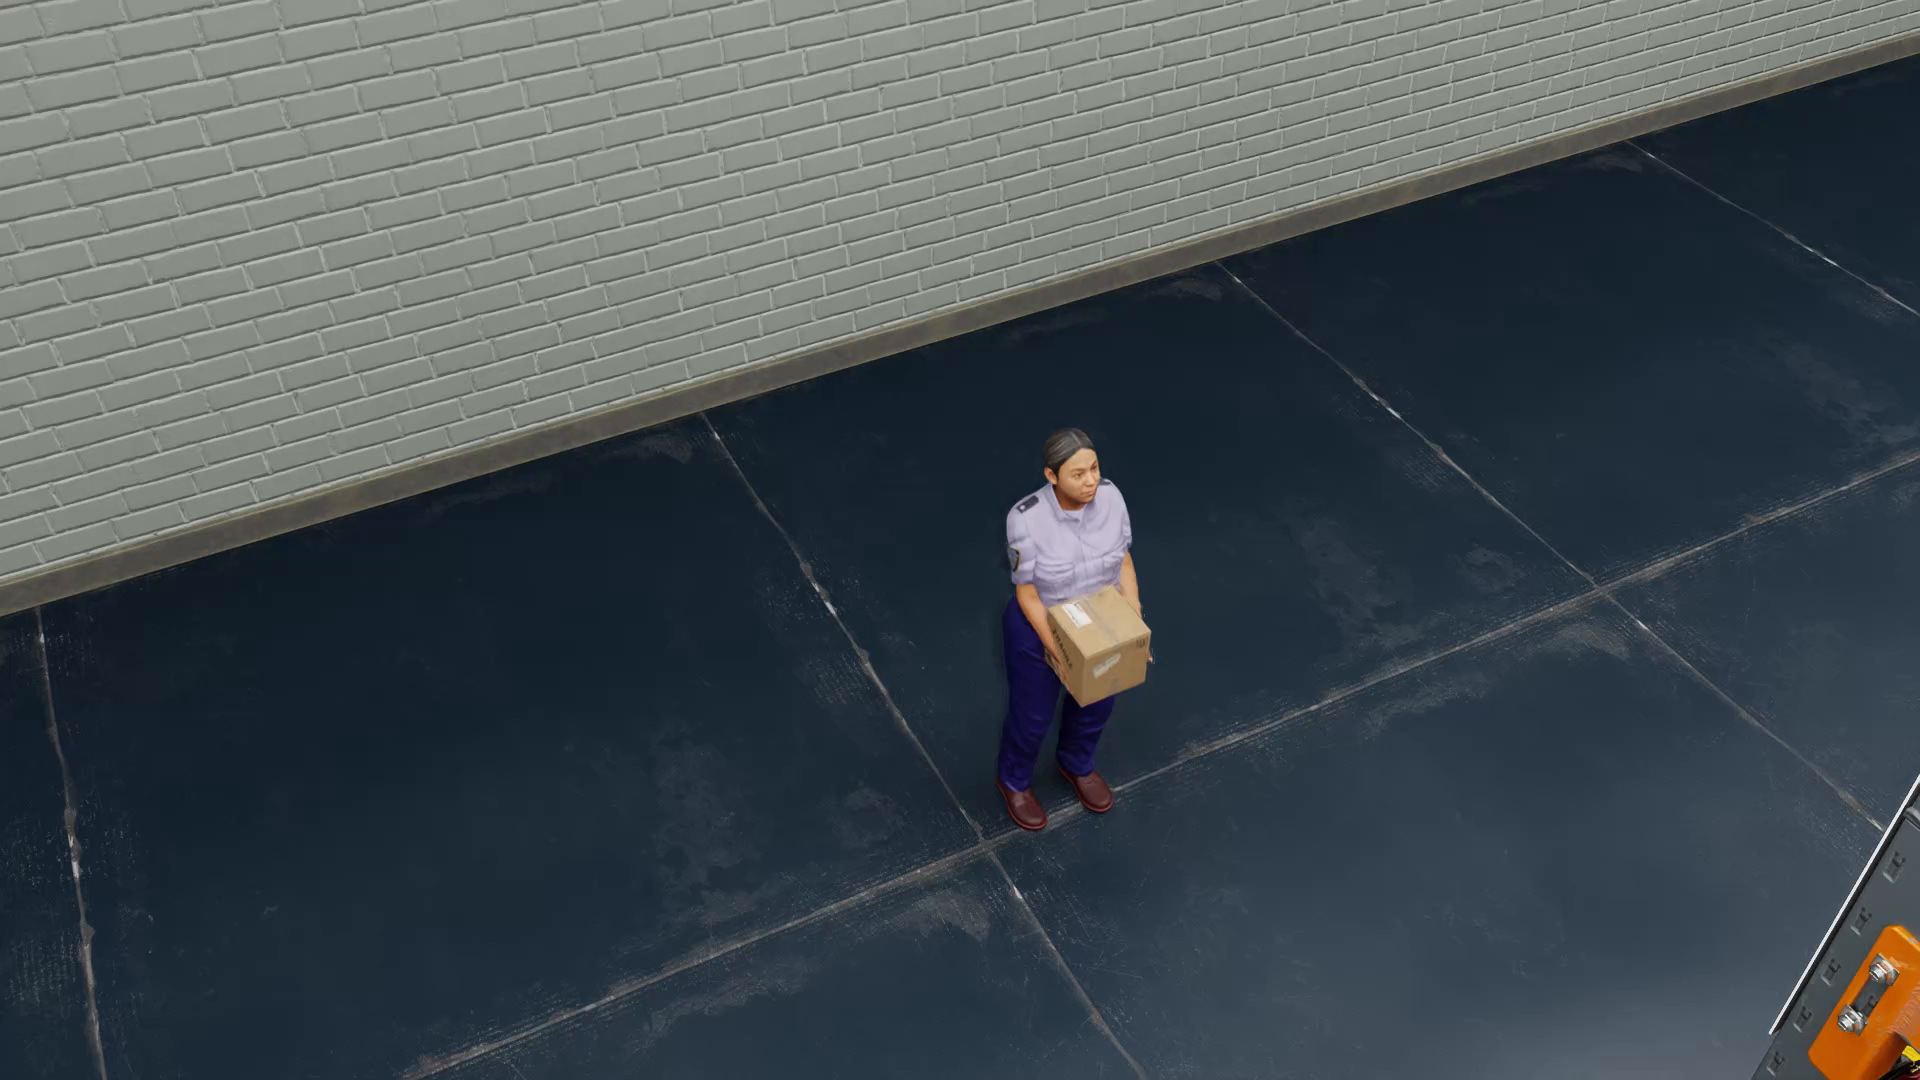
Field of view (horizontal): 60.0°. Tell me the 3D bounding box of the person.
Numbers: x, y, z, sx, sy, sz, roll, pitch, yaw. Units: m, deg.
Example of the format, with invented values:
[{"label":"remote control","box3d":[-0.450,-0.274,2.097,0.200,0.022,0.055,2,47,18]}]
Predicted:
[{"label":"person","box3d":[0.403,0.360,5.766,0.475,1.641,0.512,-20,45,-21]}]
